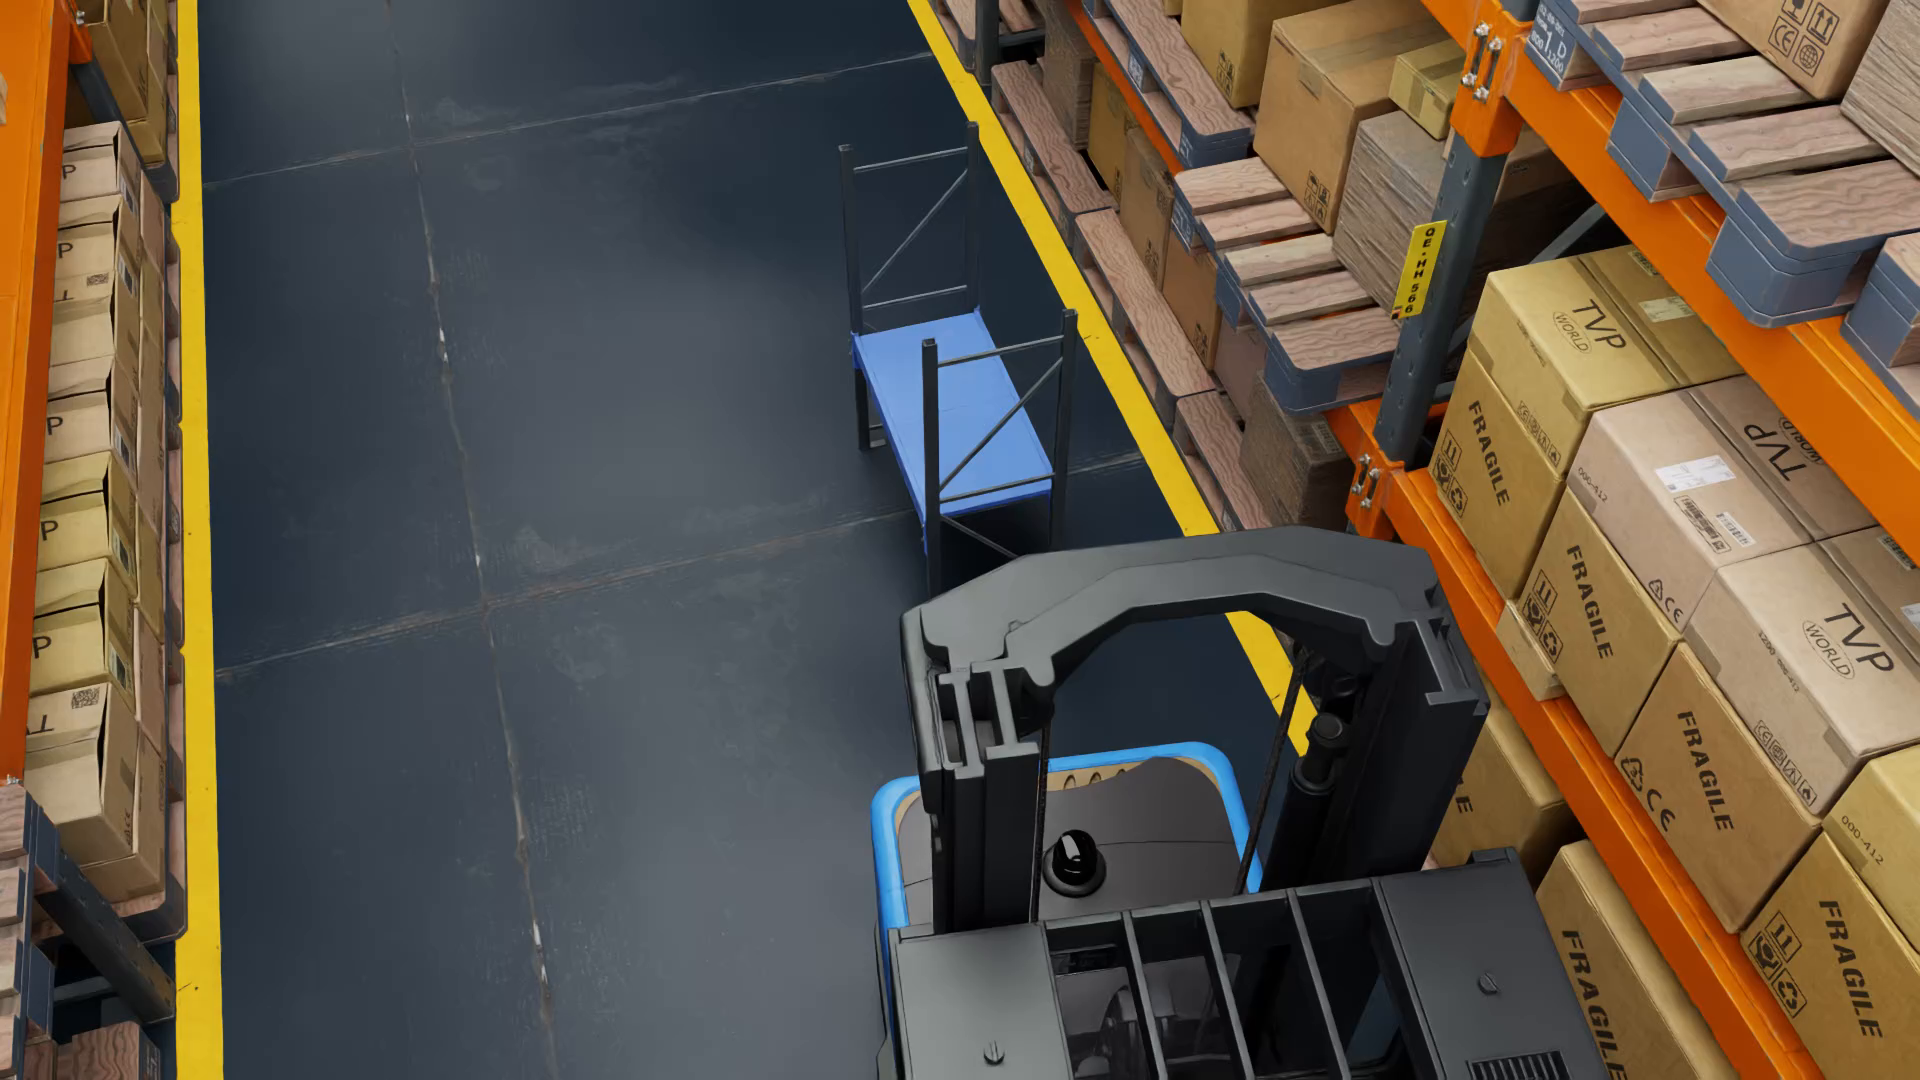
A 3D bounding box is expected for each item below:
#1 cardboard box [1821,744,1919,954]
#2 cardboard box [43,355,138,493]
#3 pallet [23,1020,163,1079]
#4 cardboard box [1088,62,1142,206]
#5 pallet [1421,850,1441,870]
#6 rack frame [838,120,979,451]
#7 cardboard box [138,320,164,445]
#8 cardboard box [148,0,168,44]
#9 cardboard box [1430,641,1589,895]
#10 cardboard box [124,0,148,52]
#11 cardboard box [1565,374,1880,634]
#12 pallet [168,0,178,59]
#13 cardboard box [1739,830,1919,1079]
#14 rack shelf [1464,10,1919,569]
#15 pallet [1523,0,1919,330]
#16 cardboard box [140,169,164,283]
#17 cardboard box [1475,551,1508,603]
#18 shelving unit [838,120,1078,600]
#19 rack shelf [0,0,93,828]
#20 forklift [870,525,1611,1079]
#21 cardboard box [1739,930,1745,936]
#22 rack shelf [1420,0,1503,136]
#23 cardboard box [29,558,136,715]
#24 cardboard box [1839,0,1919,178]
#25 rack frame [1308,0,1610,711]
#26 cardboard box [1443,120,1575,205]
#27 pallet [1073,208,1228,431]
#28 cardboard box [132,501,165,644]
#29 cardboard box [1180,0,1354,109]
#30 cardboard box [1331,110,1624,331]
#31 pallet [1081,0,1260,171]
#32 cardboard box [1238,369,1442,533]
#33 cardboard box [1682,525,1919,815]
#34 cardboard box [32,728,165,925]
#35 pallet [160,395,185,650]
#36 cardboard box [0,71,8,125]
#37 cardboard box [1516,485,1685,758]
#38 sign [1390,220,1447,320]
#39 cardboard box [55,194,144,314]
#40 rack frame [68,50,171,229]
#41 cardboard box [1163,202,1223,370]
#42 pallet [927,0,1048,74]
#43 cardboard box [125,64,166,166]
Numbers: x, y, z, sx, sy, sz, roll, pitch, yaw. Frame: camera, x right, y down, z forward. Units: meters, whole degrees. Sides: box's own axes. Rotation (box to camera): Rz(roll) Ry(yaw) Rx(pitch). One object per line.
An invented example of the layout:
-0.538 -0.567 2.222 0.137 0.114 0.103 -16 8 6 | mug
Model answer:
2.110 0.635 3.279 0.500 0.250 0.500 -14 51 -12 | cardboard box
-3.317 -0.393 6.066 0.500 0.311 0.500 -14 51 -11 | cardboard box
-2.793 2.069 4.658 1.003 0.211 1.213 -13 51 -11 | pallet
1.005 -1.864 7.497 0.700 0.500 0.500 -14 51 -12 | cardboard box
1.915 0.985 5.571 1.003 0.211 1.213 -13 51 -11 | pallet
-0.176 -0.917 6.332 0.500 1.500 0.032 -13 51 -11 | rack frame
-3.461 -0.574 6.585 0.500 0.250 0.500 -12 51 -10 | cardboard box
-4.294 -2.694 8.373 0.500 0.250 0.500 -13 51 -11 | cardboard box
1.846 0.618 5.189 0.750 0.750 0.750 -14 51 -11 | cardboard box
-4.154 -2.569 7.777 0.500 0.500 0.500 -13 51 -11 | cardboard box
1.801 -0.101 3.899 0.500 0.250 0.500 -14 51 -11 | cardboard box
-4.720 -2.890 8.838 1.003 0.211 1.213 -13 51 -11 | pallet
2.106 0.897 3.548 0.500 0.500 0.500 -12 51 -10 | cardboard box
2.345 0.219 2.902 1.077 0.370 4.000 -13 51 -11 | rack shelf
1.995 -0.954 3.544 1.213 0.211 1.003 -11 51 -9 | pallet
-3.761 -1.317 7.212 0.500 0.250 0.500 -14 51 -11 | cardboard box
1.696 0.047 4.690 0.380 0.149 0.250 -13 51 -10 | cardboard box
-0.025 -0.546 6.019 0.538 1.500 1.048 -13 51 -11 | shelving unit
-3.569 -0.613 5.565 1.077 0.370 4.000 -13 51 -11 | rack shelf
0.459 1.476 3.379 1.130 2.935 3.031 -6 50 -5 | forklift
2.037 0.794 4.060 0.380 0.149 0.250 -13 51 -10 | cardboard box
1.162 -2.702 5.365 1.077 0.370 4.000 -13 51 -11 | rack shelf
-3.015 0.355 5.435 0.500 0.311 0.500 -14 51 -12 | cardboard box
2.159 -0.931 3.048 0.700 0.500 0.500 -16 52 -13 | cardboard box
1.753 -0.507 5.005 1.000 3.000 0.127 -13 51 -11 | rack frame
1.623 -1.135 4.757 0.380 0.149 0.250 -19 53 -16 | cardboard box
1.167 -1.068 7.302 1.003 0.211 1.213 -13 51 -11 | pallet
-3.161 0.173 5.956 0.500 0.250 0.500 -15 51 -12 | cardboard box
1.215 -1.927 5.849 0.700 0.500 0.500 -13 51 -11 | cardboard box
1.605 -1.022 5.086 0.700 0.500 0.500 -19 52 -15 | cardboard box
1.129 -1.881 6.289 1.003 0.211 1.213 -13 51 -11 | pallet
1.491 -0.357 6.226 0.700 0.500 0.500 -13 51 -10 | cardboard box
1.953 0.264 3.592 0.500 0.250 0.500 -13 51 -11 | cardboard box
-2.852 0.918 5.328 0.500 0.250 0.500 -13 51 -11 | cardboard box
-3.541 0.015 6.389 1.003 0.211 1.213 -13 51 -11 | pallet
-3.725 -1.662 6.066 0.396 0.266 0.258 -14 51 -12 | cardboard box
1.799 0.156 4.173 0.500 0.500 0.500 -12 51 -10 | cardboard box
1.238 -0.725 4.483 0.100 0.325 0.005 -13 51 -11 | sign
-3.607 -1.126 6.684 0.500 0.311 0.500 -12 51 -10 | cardboard box
-4.160 -2.305 6.521 1.000 3.000 0.127 -13 51 -11 | rack frame
1.275 -1.116 6.866 0.700 0.500 0.500 -14 51 -11 | cardboard box
0.338 -3.012 8.941 1.003 0.211 1.213 -13 51 -11 | pallet
-4.008 -1.962 7.755 0.500 0.250 0.500 -13 51 -11 | cardboard box
